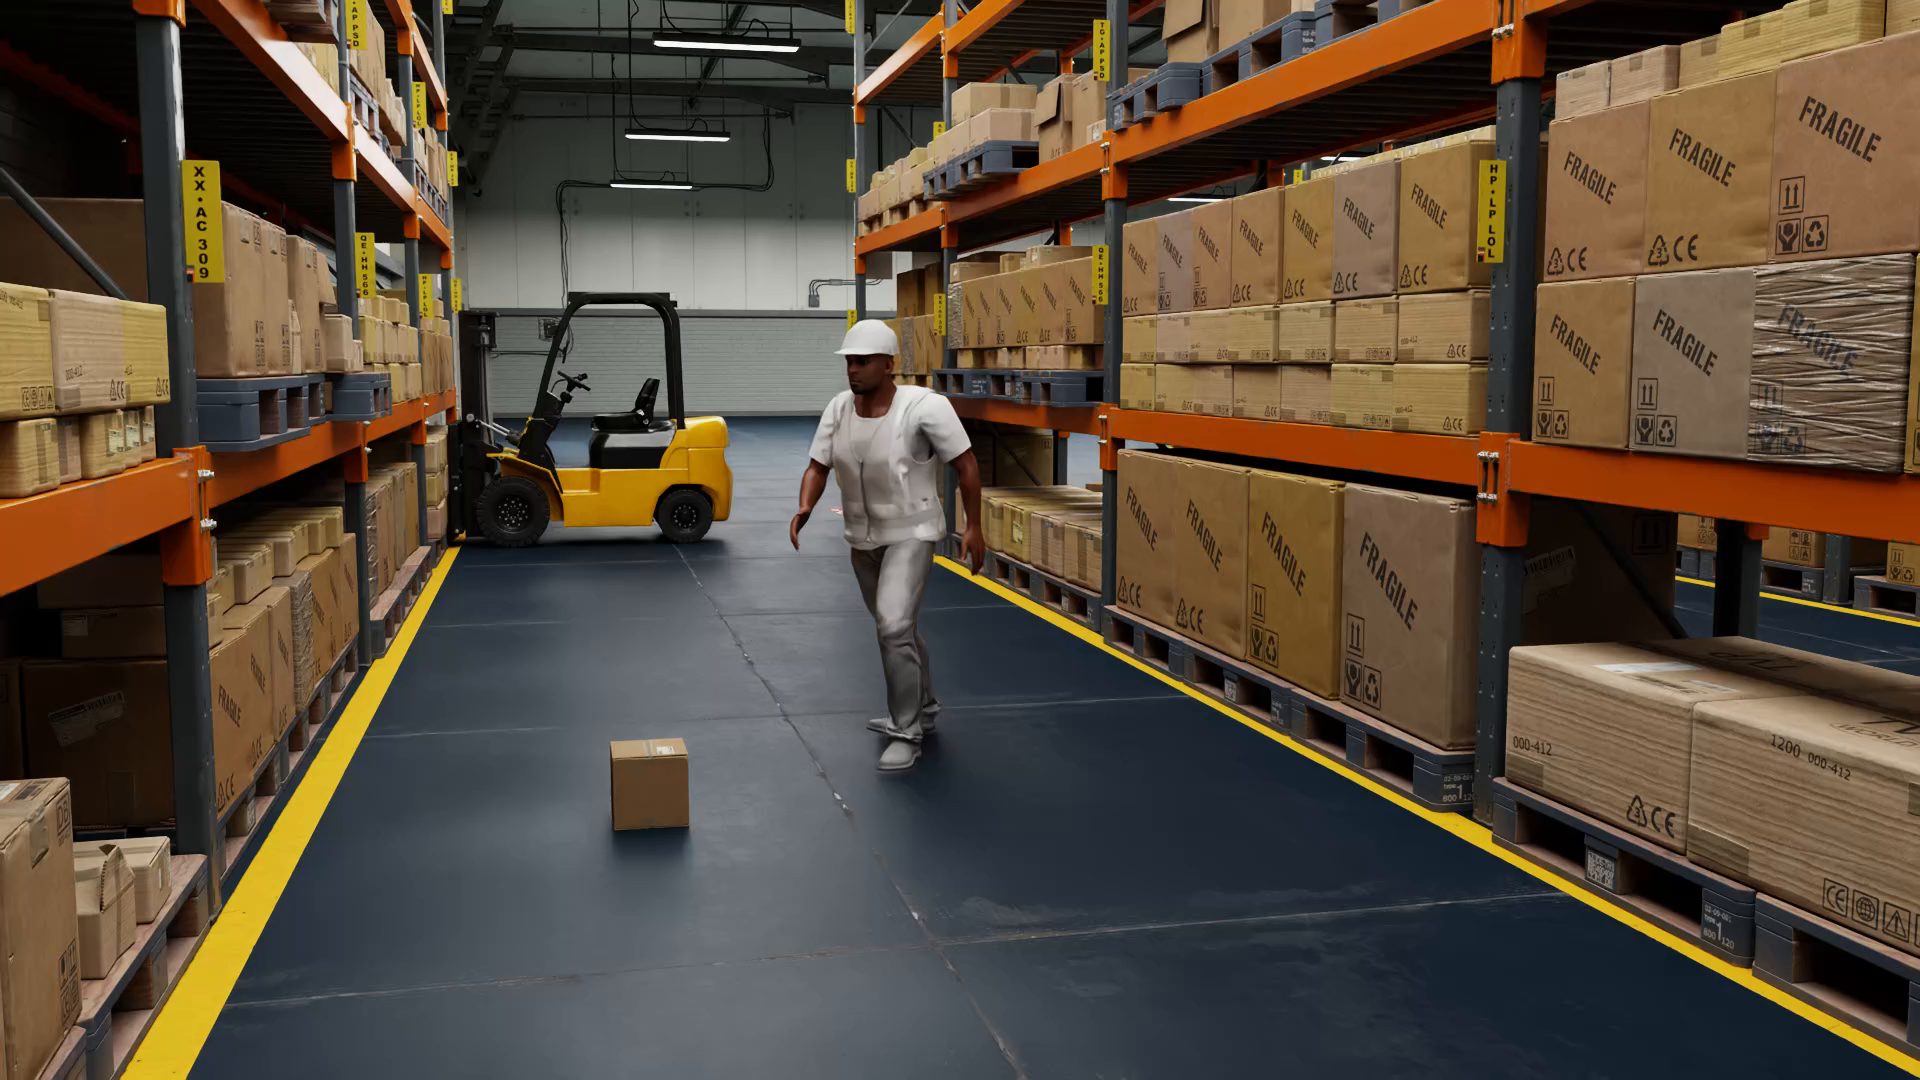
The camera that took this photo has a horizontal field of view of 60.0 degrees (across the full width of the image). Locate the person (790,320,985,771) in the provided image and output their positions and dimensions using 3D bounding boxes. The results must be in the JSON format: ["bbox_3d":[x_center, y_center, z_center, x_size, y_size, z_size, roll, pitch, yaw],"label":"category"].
[{"bbox_3d":[-0.272,-0.009,6.538,0.689,1.695,0.819,5,8,38],"label":"person"}]
